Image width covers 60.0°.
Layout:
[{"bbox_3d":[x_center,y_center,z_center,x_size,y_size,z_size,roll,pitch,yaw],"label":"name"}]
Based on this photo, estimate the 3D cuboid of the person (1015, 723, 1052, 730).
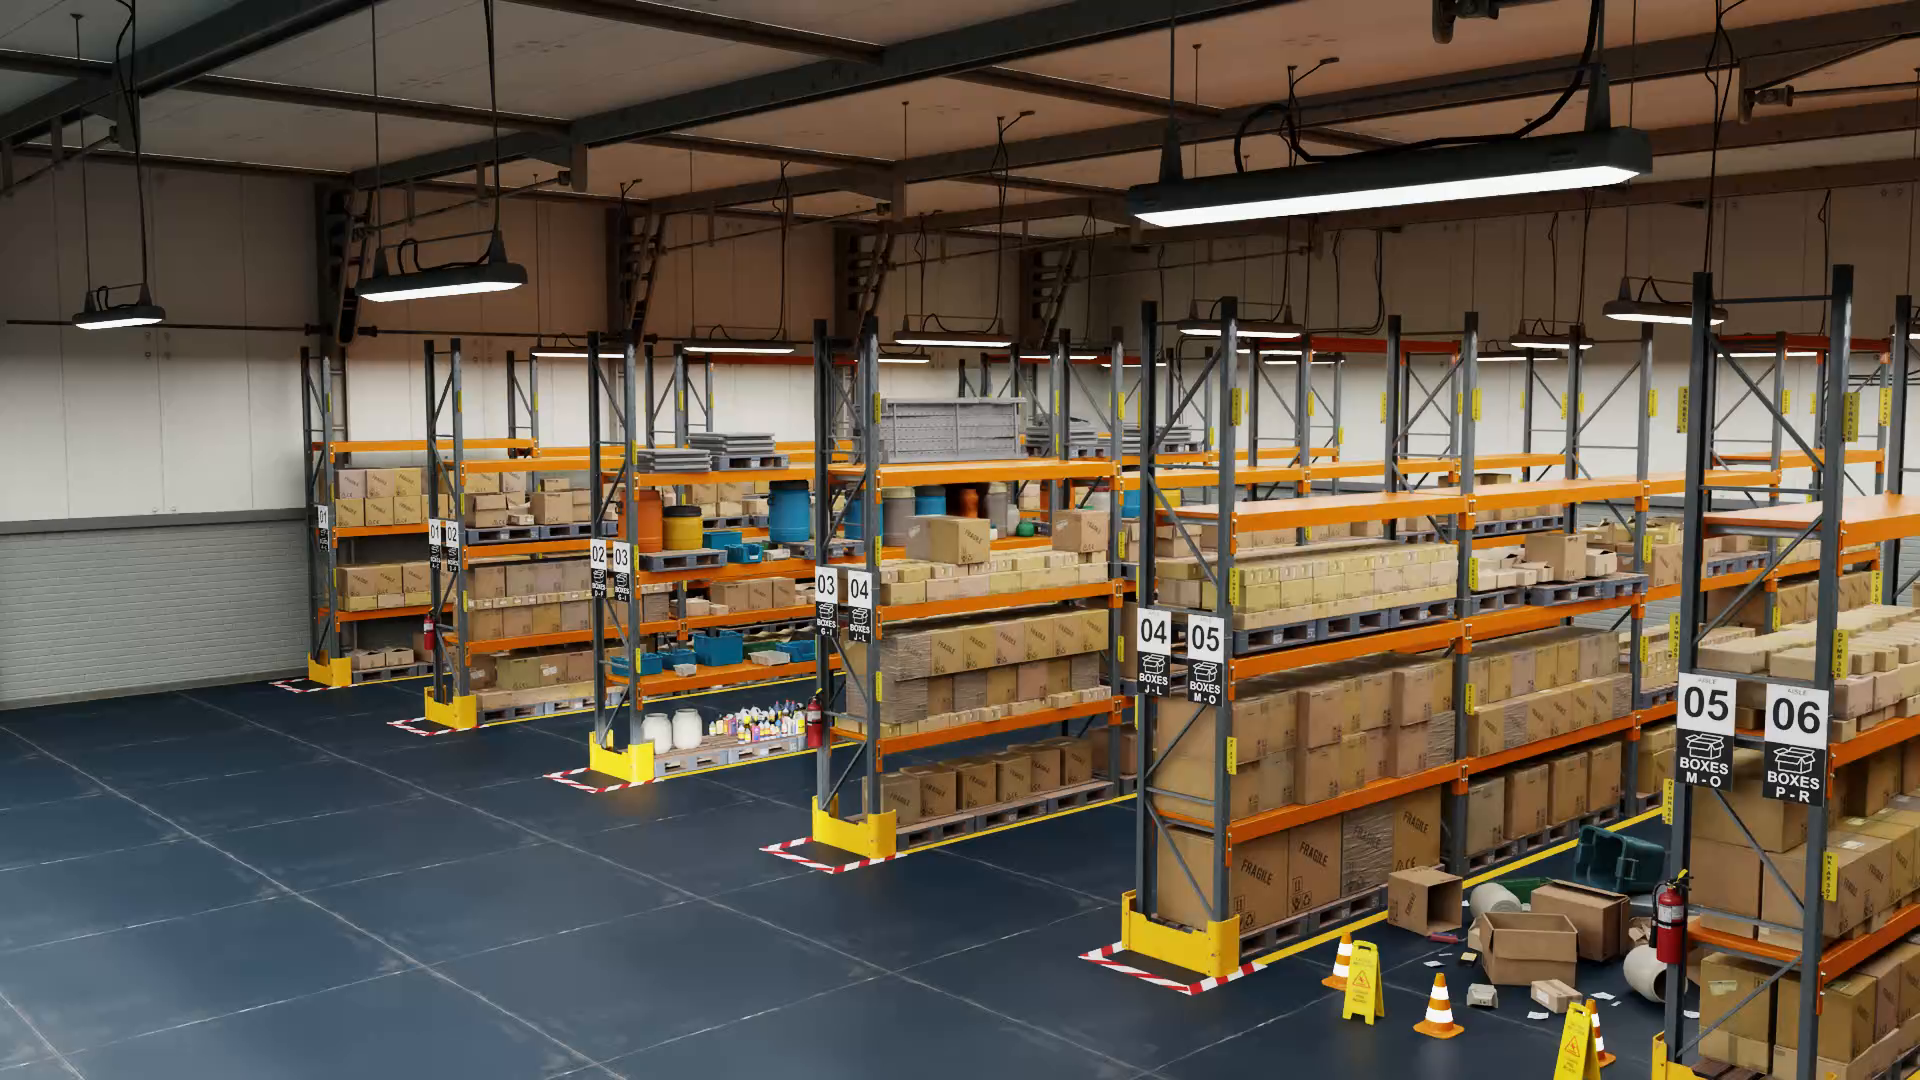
[{"bbox_3d":[1.031,1.908,24.177,0.673,1.763,0.883,4,6,39],"label":"person"}]
